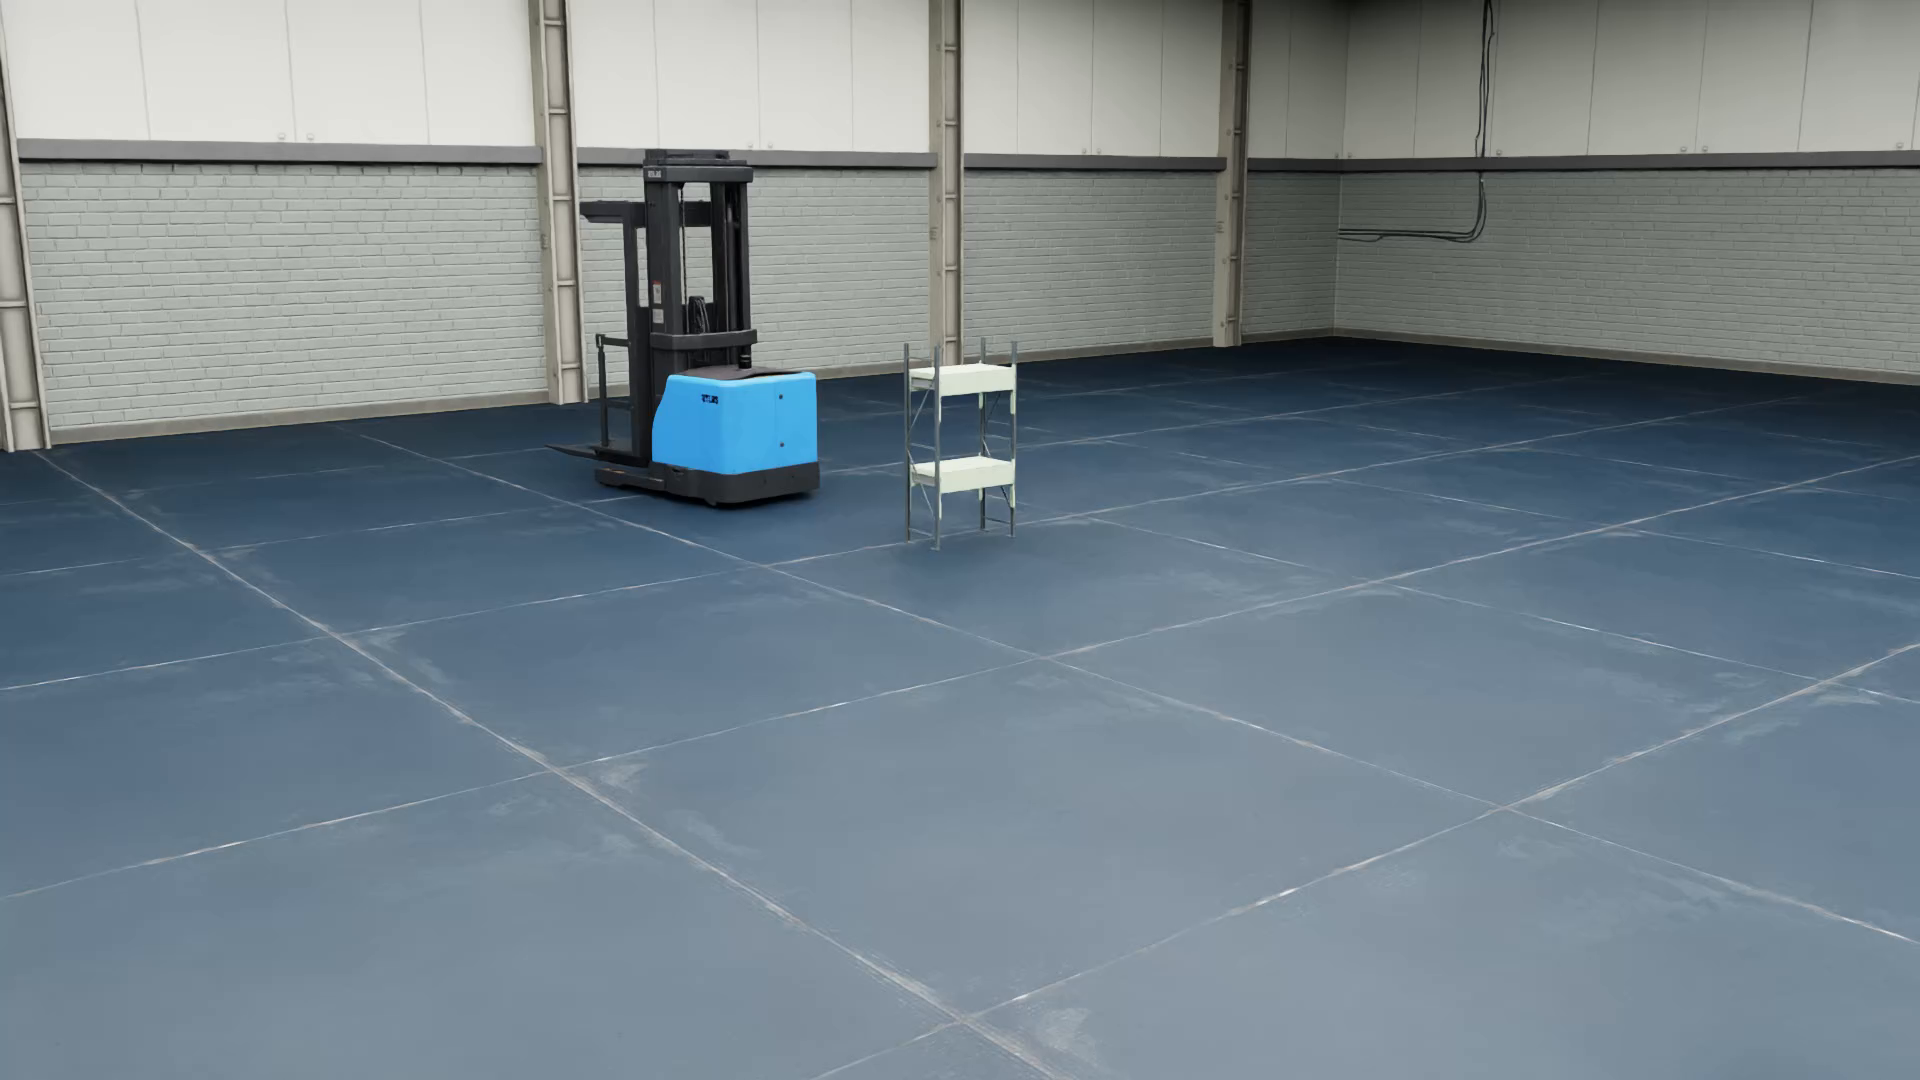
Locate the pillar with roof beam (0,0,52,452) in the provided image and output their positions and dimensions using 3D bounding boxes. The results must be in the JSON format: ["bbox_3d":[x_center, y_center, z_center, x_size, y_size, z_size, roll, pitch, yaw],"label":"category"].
[{"bbox_3d":[-6.872,-4.642,12.825,0.400,9.000,9.100,-9,15,-38],"label":"pillar with roof beam"}]

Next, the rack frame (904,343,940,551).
[{"bbox_3d":[-0.281,-0.687,12.253,0.023,1.500,0.400,-9,15,-38],"label":"rack frame"}]

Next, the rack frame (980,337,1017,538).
[{"bbox_3d":[0.291,-0.782,12.701,0.023,1.500,0.400,-9,15,-38],"label":"rack frame"}]

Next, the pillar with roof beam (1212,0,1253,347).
[{"bbox_3d":[7.183,-6.978,23.824,0.400,9.000,9.100,-9,15,-38],"label":"pillar with roof beam"}]

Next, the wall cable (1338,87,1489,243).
[{"bbox_3d":[7.621,-6.325,28.225,0.112,2.526,3.097,-9,15,-38],"label":"wall cable"}]

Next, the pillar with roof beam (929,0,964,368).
[{"bbox_3d":[2.498,-6.199,20.158,0.400,9.000,9.100,-9,15,-38],"label":"pillar with roof beam"}]

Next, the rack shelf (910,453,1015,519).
[{"bbox_3d":[0.005,-0.416,12.545,0.720,0.370,0.431,-9,15,-38],"label":"rack shelf"}]

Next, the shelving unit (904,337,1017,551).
[{"bbox_3d":[0.005,-0.735,12.477,0.755,1.500,0.431,-9,15,-38],"label":"shelving unit"}]

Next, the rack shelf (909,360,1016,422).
[{"bbox_3d":[0.005,-1.116,12.396,0.720,0.370,0.431,-9,15,-38],"label":"rack shelf"}]

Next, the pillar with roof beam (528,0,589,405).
[{"bbox_3d":[-2.187,-5.420,16.491,0.400,9.000,9.100,-9,15,-38],"label":"pillar with roof beam"}]

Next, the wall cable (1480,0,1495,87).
[{"bbox_3d":[9.311,-8.356,25.634,0.112,2.526,3.097,-9,15,-38],"label":"wall cable"}]

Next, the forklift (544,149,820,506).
[{"bbox_3d":[-2.629,-1.954,14.773,3.031,2.935,1.130,11,16,42],"label":"forklift"}]
